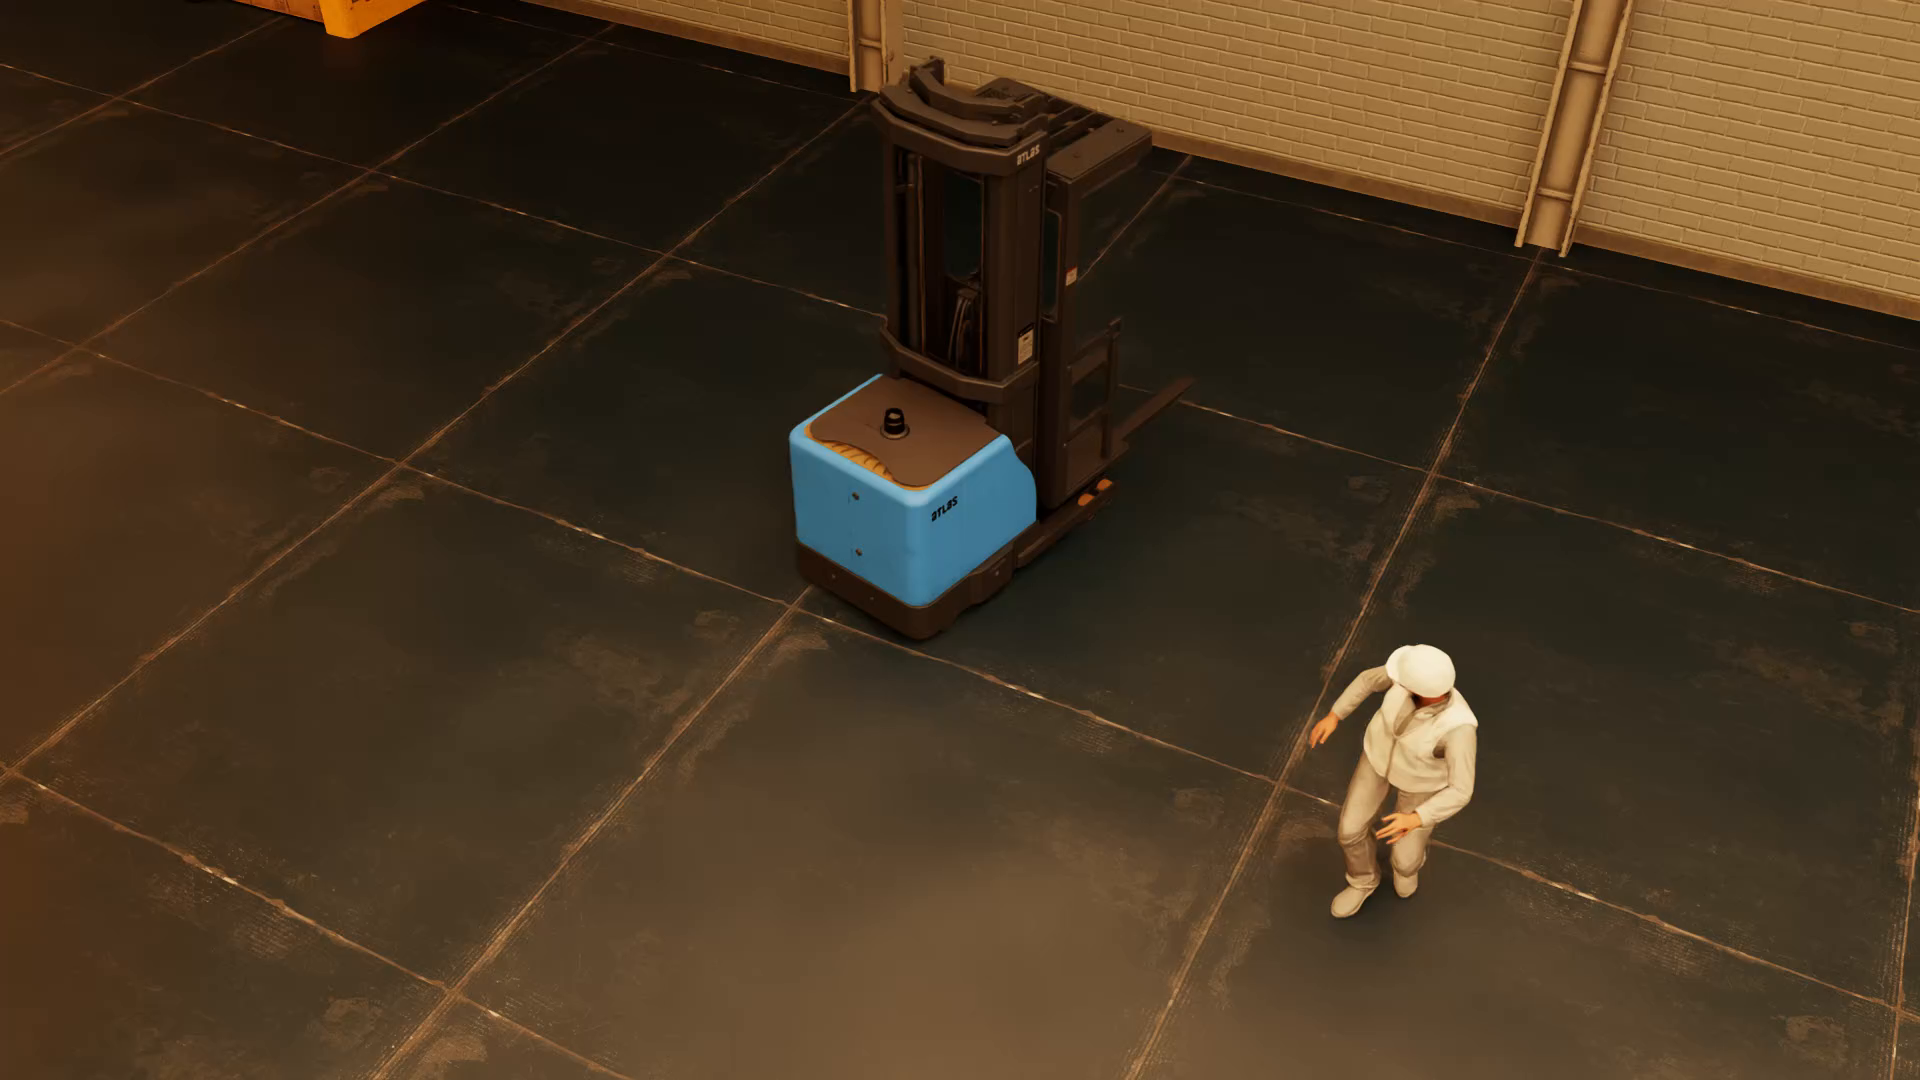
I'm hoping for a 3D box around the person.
[{"bbox_3d":[1.962,1.110,7.654,0.817,1.660,0.752,33,50,33],"label":"person"}]

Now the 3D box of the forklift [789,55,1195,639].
[{"bbox_3d":[0.354,-1.434,9.690,1.130,2.935,3.031,29,48,30],"label":"forklift"}]
